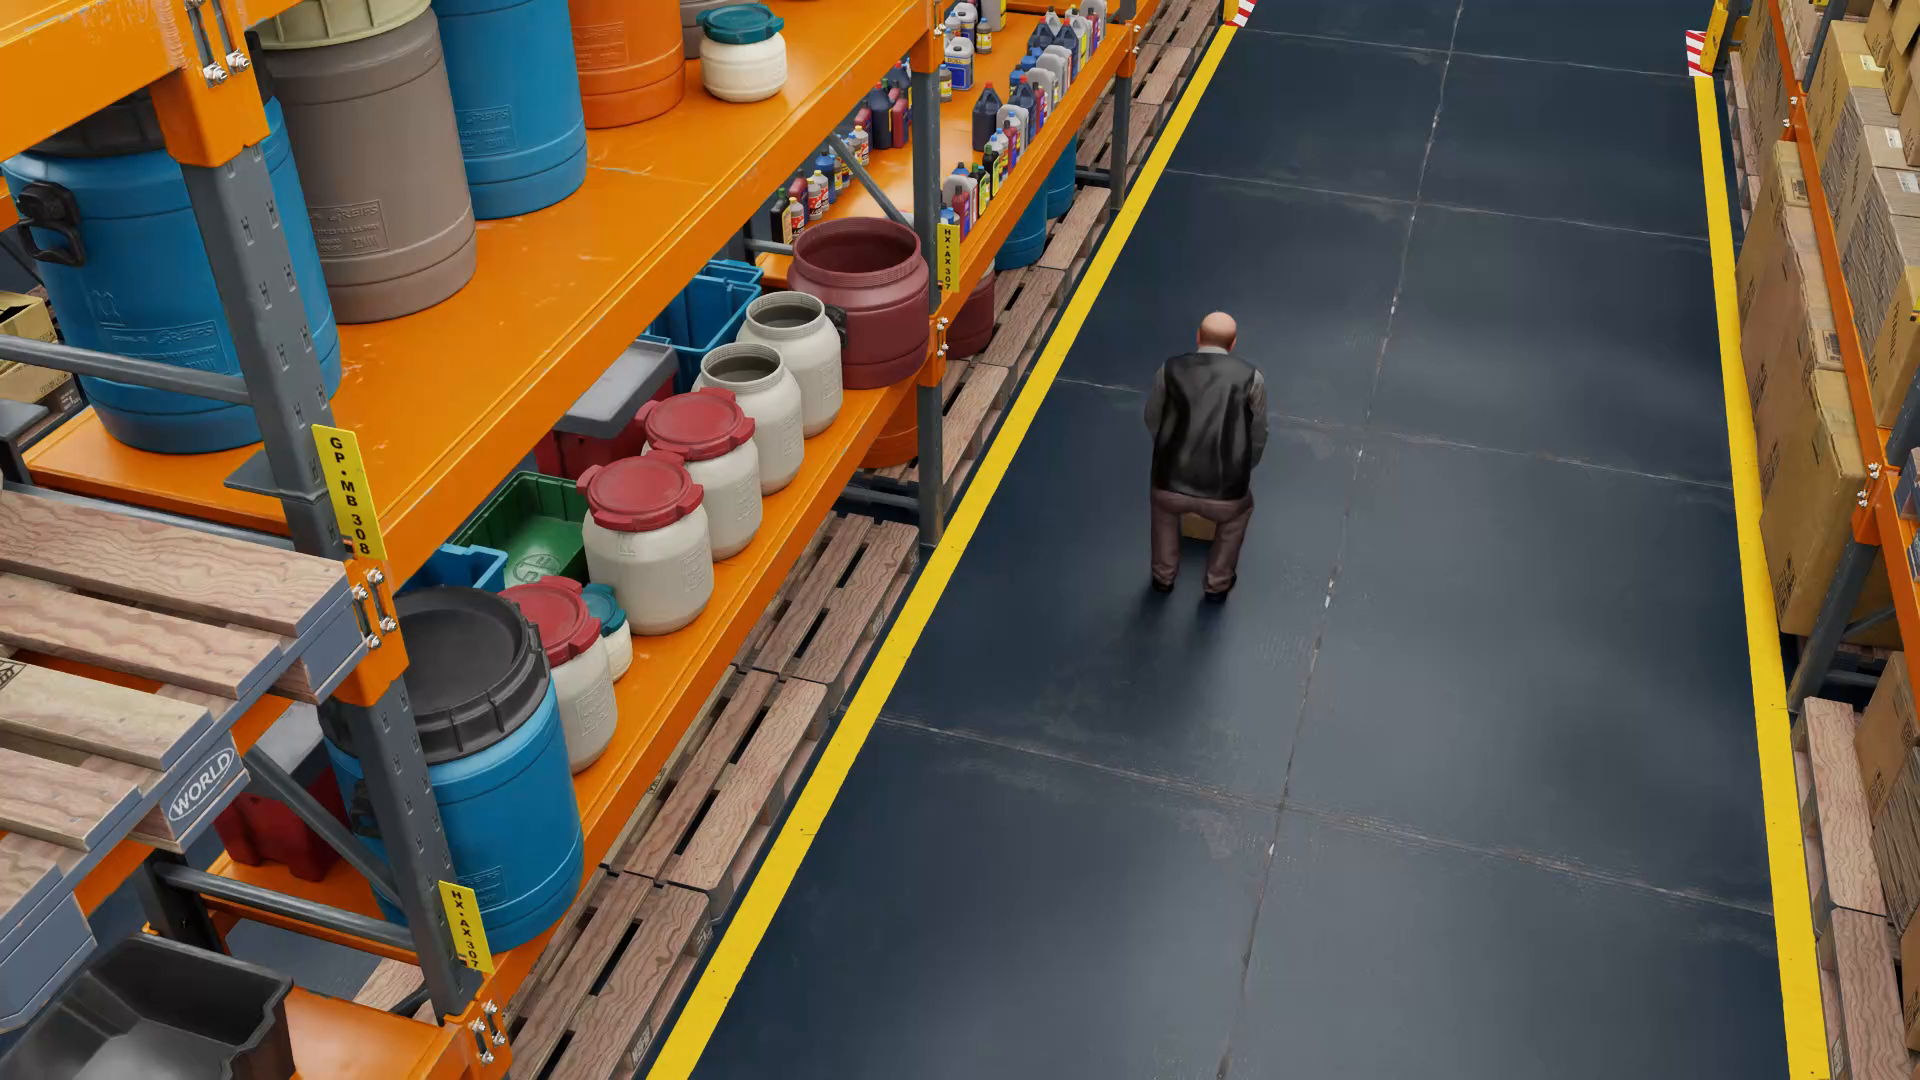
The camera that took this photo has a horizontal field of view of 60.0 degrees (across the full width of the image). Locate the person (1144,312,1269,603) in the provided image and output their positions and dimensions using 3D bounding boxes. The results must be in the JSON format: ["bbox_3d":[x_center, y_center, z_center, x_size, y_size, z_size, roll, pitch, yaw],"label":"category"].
[{"bbox_3d":[1.109,-0.353,7.752,0.587,1.286,0.771,11,38,14],"label":"person"}]
